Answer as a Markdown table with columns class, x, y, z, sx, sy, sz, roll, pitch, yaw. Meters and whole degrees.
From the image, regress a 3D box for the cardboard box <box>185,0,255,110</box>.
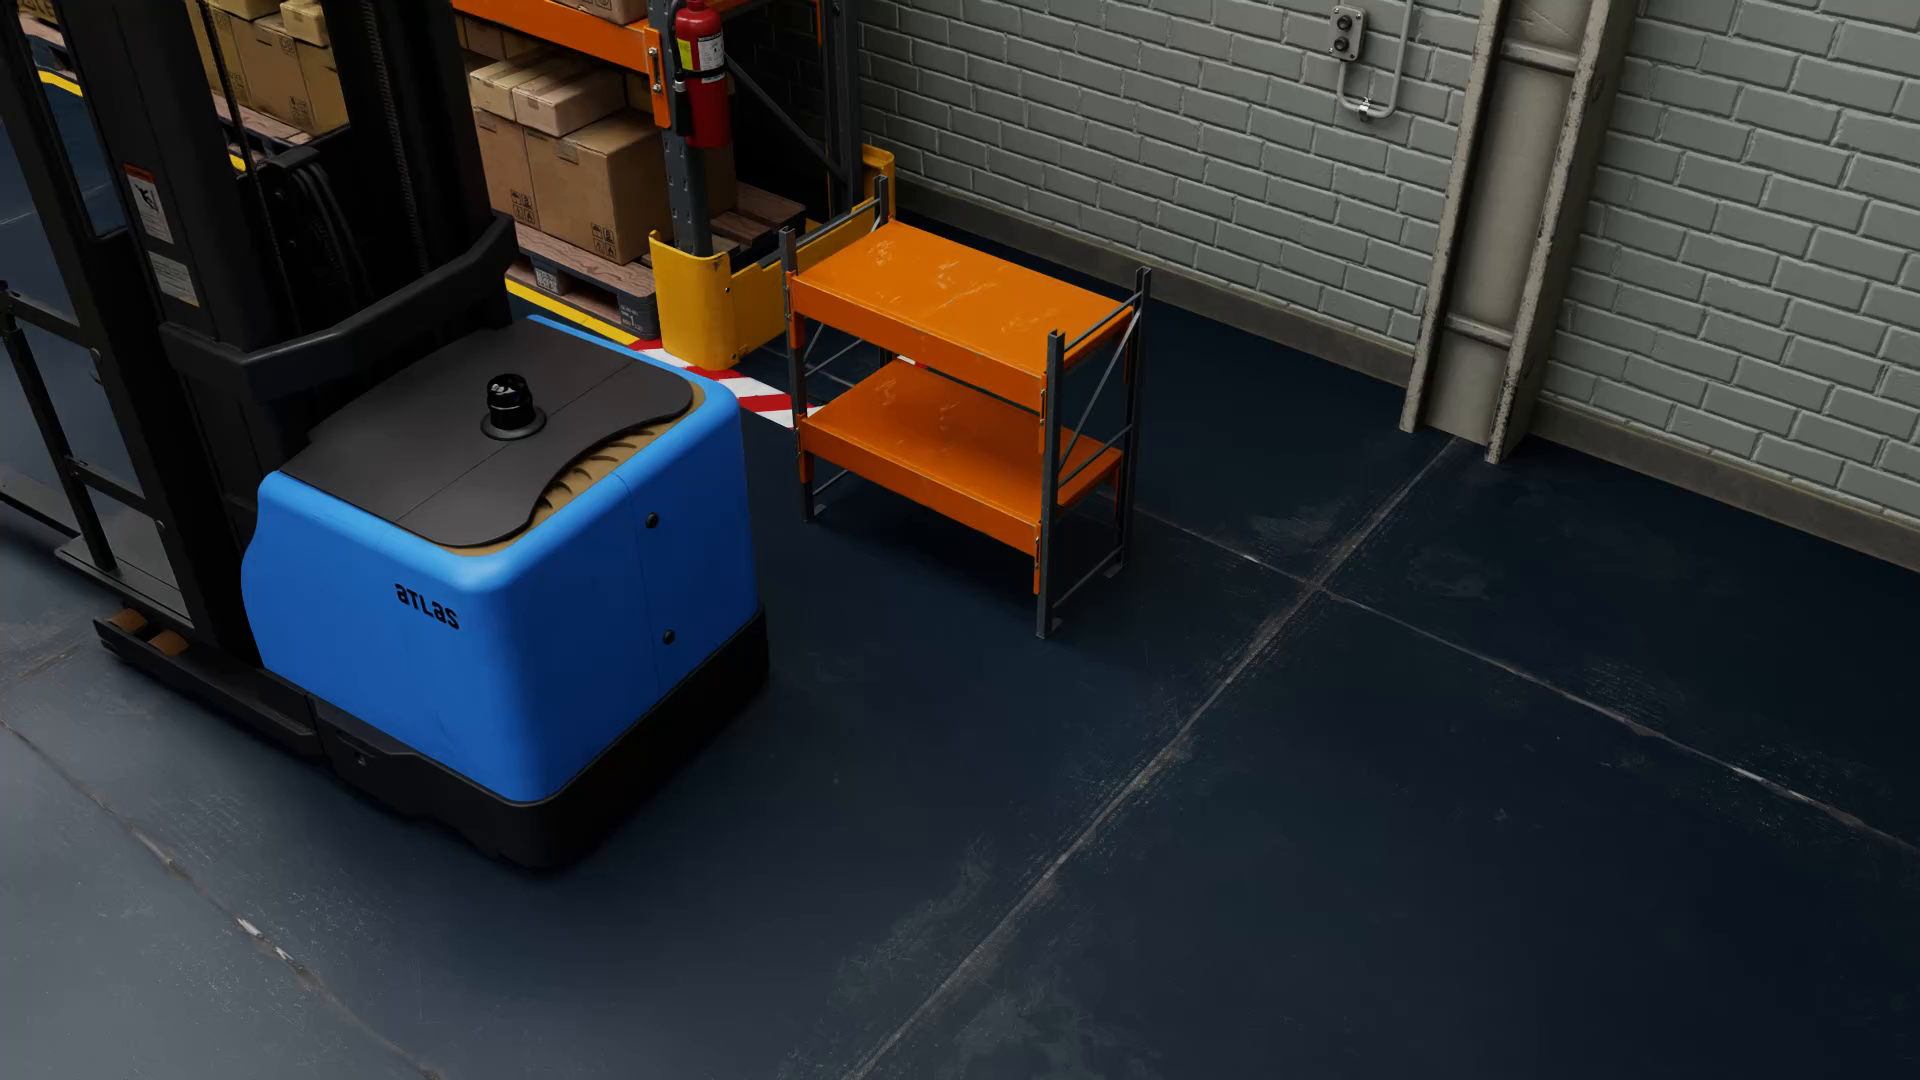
| class | x | y | z | sx | sy | sz | roll | pitch | yaw |
| --- | --- | --- | --- | --- | --- | --- | --- | --- | --- |
| cardboard box | -3.406 | -2.541 | 8.250 | 0.500 | 0.500 | 0.700 | 26 | 45 | 29 |

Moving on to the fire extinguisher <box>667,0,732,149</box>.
| class | x | y | z | sx | sy | sz | roll | pitch | yaw |
| --- | --- | --- | --- | --- | --- | --- | --- | --- | --- |
| fire extinguisher | -0.921 | -1.733 | 5.895 | 0.183 | 0.674 | 0.296 | 25 | 45 | 29 |

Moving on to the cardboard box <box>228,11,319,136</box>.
| class | x | y | z | sx | sy | sz | roll | pitch | yaw |
| --- | --- | --- | --- | --- | --- | --- | --- | --- | --- |
| cardboard box | -3.009 | -2.351 | 8.007 | 0.500 | 0.500 | 0.700 | 25 | 44 | 28 |

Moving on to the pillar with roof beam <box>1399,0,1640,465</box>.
| class | x | y | z | sx | sy | sz | roll | pitch | yaw |
| --- | --- | --- | --- | --- | --- | --- | --- | --- | --- |
| pillar with roof beam | -0.706 | -1.859 | 0.825 | 0.400 | 9.000 | 9.100 | 25 | 45 | 29 |

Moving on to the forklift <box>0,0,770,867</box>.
| class | x | y | z | sx | sy | sz | roll | pitch | yaw |
| --- | --- | --- | --- | --- | --- | --- | --- | --- | --- |
| forklift | -2.108 | -0.959 | 4.598 | 3.031 | 2.935 | 1.130 | 21 | 43 | 25 |

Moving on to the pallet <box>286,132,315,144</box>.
| class | x | y | z | sx | sy | sz | roll | pitch | yaw |
| --- | --- | --- | --- | --- | --- | --- | --- | --- | --- |
| pallet | -2.408 | -1.813 | 7.894 | 1.213 | 0.211 | 1.003 | 25 | 45 | 29 |

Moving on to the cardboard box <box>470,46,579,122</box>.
| class | x | y | z | sx | sy | sz | roll | pitch | yaw |
| --- | --- | --- | --- | --- | --- | --- | --- | --- | --- |
| cardboard box | -1.793 | -1.896 | 6.900 | 0.250 | 0.149 | 0.380 | 26 | 45 | 30 |

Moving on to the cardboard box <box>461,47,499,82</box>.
| class | x | y | z | sx | sy | sz | roll | pitch | yaw |
| --- | --- | --- | --- | --- | --- | --- | --- | --- | --- |
| cardboard box | -2.175 | -1.962 | 7.510 | 0.500 | 0.500 | 0.700 | 24 | 44 | 27 |

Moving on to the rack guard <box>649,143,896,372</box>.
| class | x | y | z | sx | sy | sz | roll | pitch | yaw |
| --- | --- | --- | --- | --- | --- | --- | --- | --- | --- |
| rack guard | -0.741 | -1.199 | 6.876 | 0.348 | 0.500 | 1.175 | 25 | 45 | 29 |

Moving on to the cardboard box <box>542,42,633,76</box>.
| class | x | y | z | sx | sy | sz | roll | pitch | yaw |
| --- | --- | --- | --- | --- | --- | --- | --- | --- | --- |
| cardboard box | -1.559 | -2.082 | 7.137 | 0.250 | 0.149 | 0.380 | 25 | 45 | 29 |

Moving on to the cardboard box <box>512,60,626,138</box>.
| class | x | y | z | sx | sy | sz | roll | pitch | yaw |
| --- | --- | --- | --- | --- | --- | --- | --- | --- | --- |
| cardboard box | -1.590 | -1.801 | 6.778 | 0.250 | 0.149 | 0.380 | 25 | 44 | 28 |

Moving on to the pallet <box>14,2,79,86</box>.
| class | x | y | z | sx | sy | sz | roll | pitch | yaw |
| --- | --- | --- | --- | --- | --- | --- | --- | --- | --- |
| pallet | -4.596 | -2.844 | 9.212 | 1.213 | 0.211 | 1.003 | 25 | 45 | 29 |

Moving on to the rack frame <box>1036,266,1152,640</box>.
| class | x | y | z | sx | sy | sz | roll | pitch | yaw |
| --- | --- | --- | --- | --- | --- | --- | --- | --- | --- |
| rack frame | 0.409 | -0.250 | 5.157 | 0.032 | 1.125 | 0.500 | 25 | 45 | 29 |

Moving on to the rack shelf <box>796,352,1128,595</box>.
| class | x | y | z | sx | sy | sz | roll | pitch | yaw |
| --- | --- | --- | --- | --- | --- | --- | --- | --- | --- |
| rack shelf | 0.005 | -0.248 | 5.551 | 1.000 | 0.278 | 0.538 | 25 | 45 | 29 |

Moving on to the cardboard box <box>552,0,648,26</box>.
| class | x | y | z | sx | sy | sz | roll | pitch | yaw |
| --- | --- | --- | --- | --- | --- | --- | --- | --- | --- |
| cardboard box | -1.172 | -2.497 | 6.262 | 0.700 | 0.700 | 0.980 | 27 | 46 | 30 |

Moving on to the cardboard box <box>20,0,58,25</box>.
| class | x | y | z | sx | sy | sz | roll | pitch | yaw |
| --- | --- | --- | --- | --- | --- | --- | --- | --- | --- |
| cardboard box | -4.533 | -3.189 | 8.793 | 0.750 | 0.750 | 0.750 | 26 | 45 | 29 |

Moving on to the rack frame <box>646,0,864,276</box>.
| class | x | y | z | sx | sy | sz | roll | pitch | yaw |
| --- | --- | --- | --- | --- | --- | --- | --- | --- | --- |
| rack frame | -0.760 | -2.192 | 6.117 | 0.127 | 3.000 | 1.000 | 25 | 45 | 29 |

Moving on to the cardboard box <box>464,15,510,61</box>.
| class | x | y | z | sx | sy | sz | roll | pitch | yaw |
| --- | --- | --- | --- | --- | --- | --- | --- | --- | --- |
| cardboard box | -1.960 | -2.271 | 7.379 | 0.250 | 0.149 | 0.380 | 26 | 45 | 29 |

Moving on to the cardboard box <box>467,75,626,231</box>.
| class | x | y | z | sx | sy | sz | roll | pitch | yaw |
| --- | --- | --- | --- | --- | --- | --- | --- | --- | --- |
| cardboard box | -1.775 | -1.774 | 7.270 | 0.500 | 0.500 | 0.700 | 25 | 45 | 28 |

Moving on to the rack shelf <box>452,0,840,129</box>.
| class | x | y | z | sx | sy | sz | roll | pitch | yaw |
| --- | --- | --- | --- | --- | --- | --- | --- | --- | --- |
| rack shelf | -2.349 | -2.658 | 7.295 | 4.000 | 0.370 | 1.077 | 25 | 45 | 29 |

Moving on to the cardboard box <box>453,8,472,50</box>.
| class | x | y | z | sx | sy | sz | roll | pitch | yaw |
| --- | --- | --- | --- | --- | --- | --- | --- | --- | --- |
| cardboard box | -2.164 | -2.367 | 7.501 | 0.250 | 0.149 | 0.380 | 26 | 45 | 29 |

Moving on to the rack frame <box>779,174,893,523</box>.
| class | x | y | z | sx | sy | sz | roll | pitch | yaw |
| --- | --- | --- | --- | --- | --- | --- | --- | --- | --- |
| rack frame | -0.398 | -0.631 | 5.643 | 0.032 | 1.125 | 0.500 | 25 | 45 | 29 |

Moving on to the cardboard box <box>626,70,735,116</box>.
| class | x | y | z | sx | sy | sz | roll | pitch | yaw |
| --- | --- | --- | --- | --- | --- | --- | --- | --- | --- |
| cardboard box | -1.156 | -1.893 | 6.896 | 0.250 | 0.149 | 0.380 | 26 | 45 | 29 |

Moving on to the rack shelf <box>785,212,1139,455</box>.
| class | x | y | z | sx | sy | sz | roll | pitch | yaw |
| --- | --- | --- | --- | --- | --- | --- | --- | --- | --- |
| rack shelf | 0.005 | -0.671 | 5.220 | 1.000 | 0.278 | 0.538 | 25 | 45 | 29 |

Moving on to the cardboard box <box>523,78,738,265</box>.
| class | x | y | z | sx | sy | sz | roll | pitch | yaw |
| --- | --- | --- | --- | --- | --- | --- | --- | --- | --- |
| cardboard box | -1.377 | -1.587 | 7.030 | 0.500 | 0.500 | 0.700 | 25 | 45 | 29 |

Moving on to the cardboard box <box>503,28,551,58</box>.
| class | x | y | z | sx | sy | sz | roll | pitch | yaw |
| --- | --- | --- | --- | --- | --- | --- | --- | --- | --- |
| cardboard box | -1.758 | -2.176 | 7.257 | 0.250 | 0.149 | 0.380 | 26 | 45 | 29 |

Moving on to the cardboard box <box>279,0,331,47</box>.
| class | x | y | z | sx | sy | sz | roll | pitch | yaw |
| --- | --- | --- | --- | --- | --- | --- | --- | --- | --- |
| cardboard box | -2.830 | -2.384 | 7.522 | 0.250 | 0.149 | 0.380 | 24 | 44 | 27 |

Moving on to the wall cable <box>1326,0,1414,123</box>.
| class | x | y | z | sx | sy | sz | roll | pitch | yaw |
| --- | --- | --- | --- | --- | --- | --- | --- | --- | --- |
| wall cable | 0.831 | -2.576 | 5.783 | 1.851 | 1.984 | 0.084 | 25 | 45 | 29 |

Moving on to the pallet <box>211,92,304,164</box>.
| class | x | y | z | sx | sy | sz | roll | pitch | yaw |
| --- | --- | --- | --- | --- | --- | --- | --- | --- | --- |
| pallet | -3.381 | -2.269 | 8.477 | 1.213 | 0.211 | 1.003 | 25 | 45 | 29 |

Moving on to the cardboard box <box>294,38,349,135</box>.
| class | x | y | z | sx | sy | sz | roll | pitch | yaw |
| --- | --- | --- | --- | --- | --- | --- | --- | --- | --- |
| cardboard box | -2.602 | -2.158 | 7.760 | 0.500 | 0.500 | 0.700 | 26 | 45 | 30 |

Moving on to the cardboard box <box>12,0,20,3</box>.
| class | x | y | z | sx | sy | sz | roll | pitch | yaw |
| --- | --- | --- | --- | --- | --- | --- | --- | --- | --- |
| cardboard box | -5.241 | -3.521 | 9.217 | 0.750 | 0.750 | 0.750 | 27 | 45 | 30 |

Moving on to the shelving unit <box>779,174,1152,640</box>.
| class | x | y | z | sx | sy | sz | roll | pitch | yaw |
| --- | --- | --- | --- | --- | --- | --- | --- | --- | --- |
| shelving unit | 0.005 | -0.440 | 5.400 | 1.048 | 1.125 | 0.538 | 25 | 45 | 29 |

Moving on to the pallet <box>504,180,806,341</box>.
| class | x | y | z | sx | sy | sz | roll | pitch | yaw |
| --- | --- | --- | --- | --- | --- | --- | --- | --- | --- |
| pallet | -1.443 | -1.355 | 7.310 | 1.213 | 0.211 | 1.003 | 25 | 45 | 29 |

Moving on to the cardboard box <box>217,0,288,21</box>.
| class | x | y | z | sx | sy | sz | roll | pitch | yaw |
| --- | --- | --- | --- | --- | --- | --- | --- | --- | --- |
| cardboard box | -3.245 | -2.579 | 7.772 | 0.250 | 0.149 | 0.380 | 27 | 45 | 30 |
